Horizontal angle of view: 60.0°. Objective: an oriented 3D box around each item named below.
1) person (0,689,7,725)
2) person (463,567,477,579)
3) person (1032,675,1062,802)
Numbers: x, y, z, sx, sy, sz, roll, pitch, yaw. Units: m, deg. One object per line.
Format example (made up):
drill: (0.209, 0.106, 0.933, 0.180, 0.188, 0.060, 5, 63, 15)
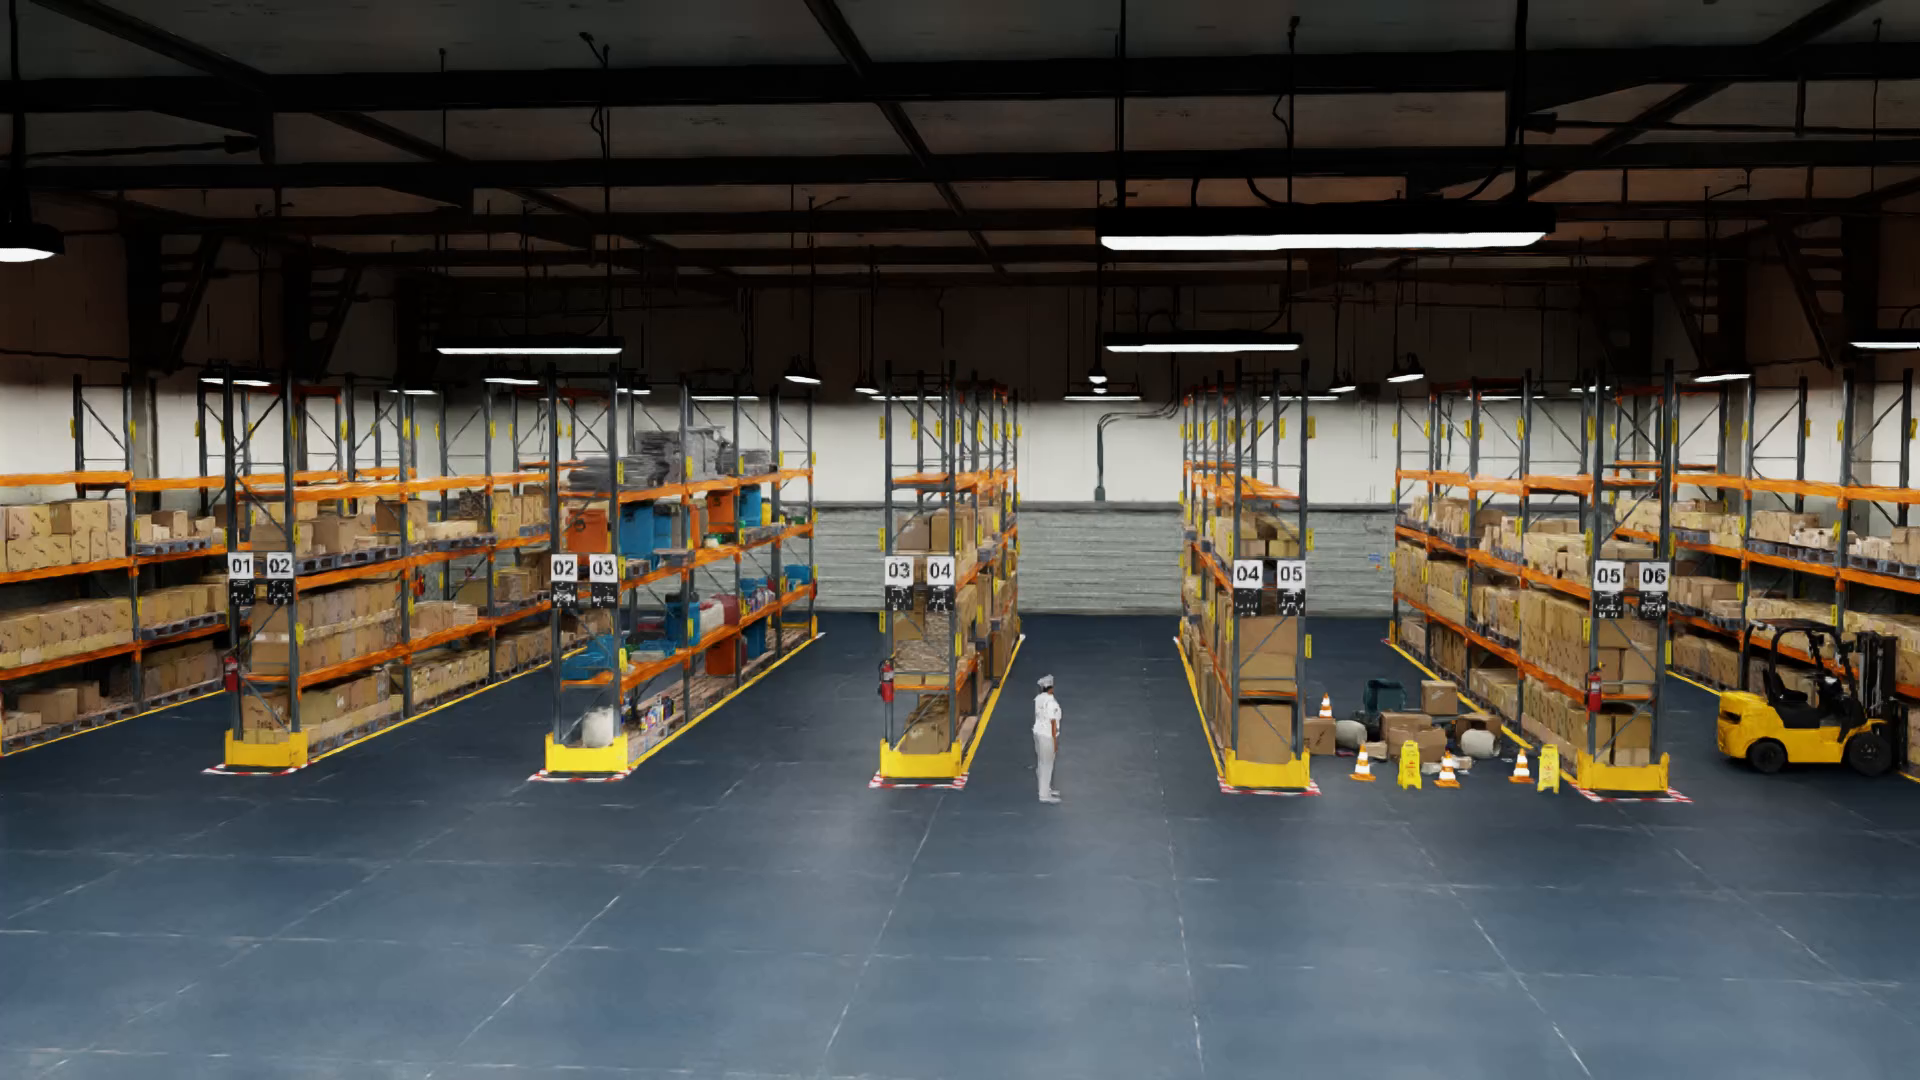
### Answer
person: (-14.167, 2.567, 23.957, 0.706, 1.706, 0.765, -1, 4, -17)
person: (-12.428, 1.448, 42.297, 0.430, 1.529, 0.938, 0, 4, 4)
person: (1.203, 2.673, 22.533, 0.422, 1.677, 0.502, -2, 4, -25)
